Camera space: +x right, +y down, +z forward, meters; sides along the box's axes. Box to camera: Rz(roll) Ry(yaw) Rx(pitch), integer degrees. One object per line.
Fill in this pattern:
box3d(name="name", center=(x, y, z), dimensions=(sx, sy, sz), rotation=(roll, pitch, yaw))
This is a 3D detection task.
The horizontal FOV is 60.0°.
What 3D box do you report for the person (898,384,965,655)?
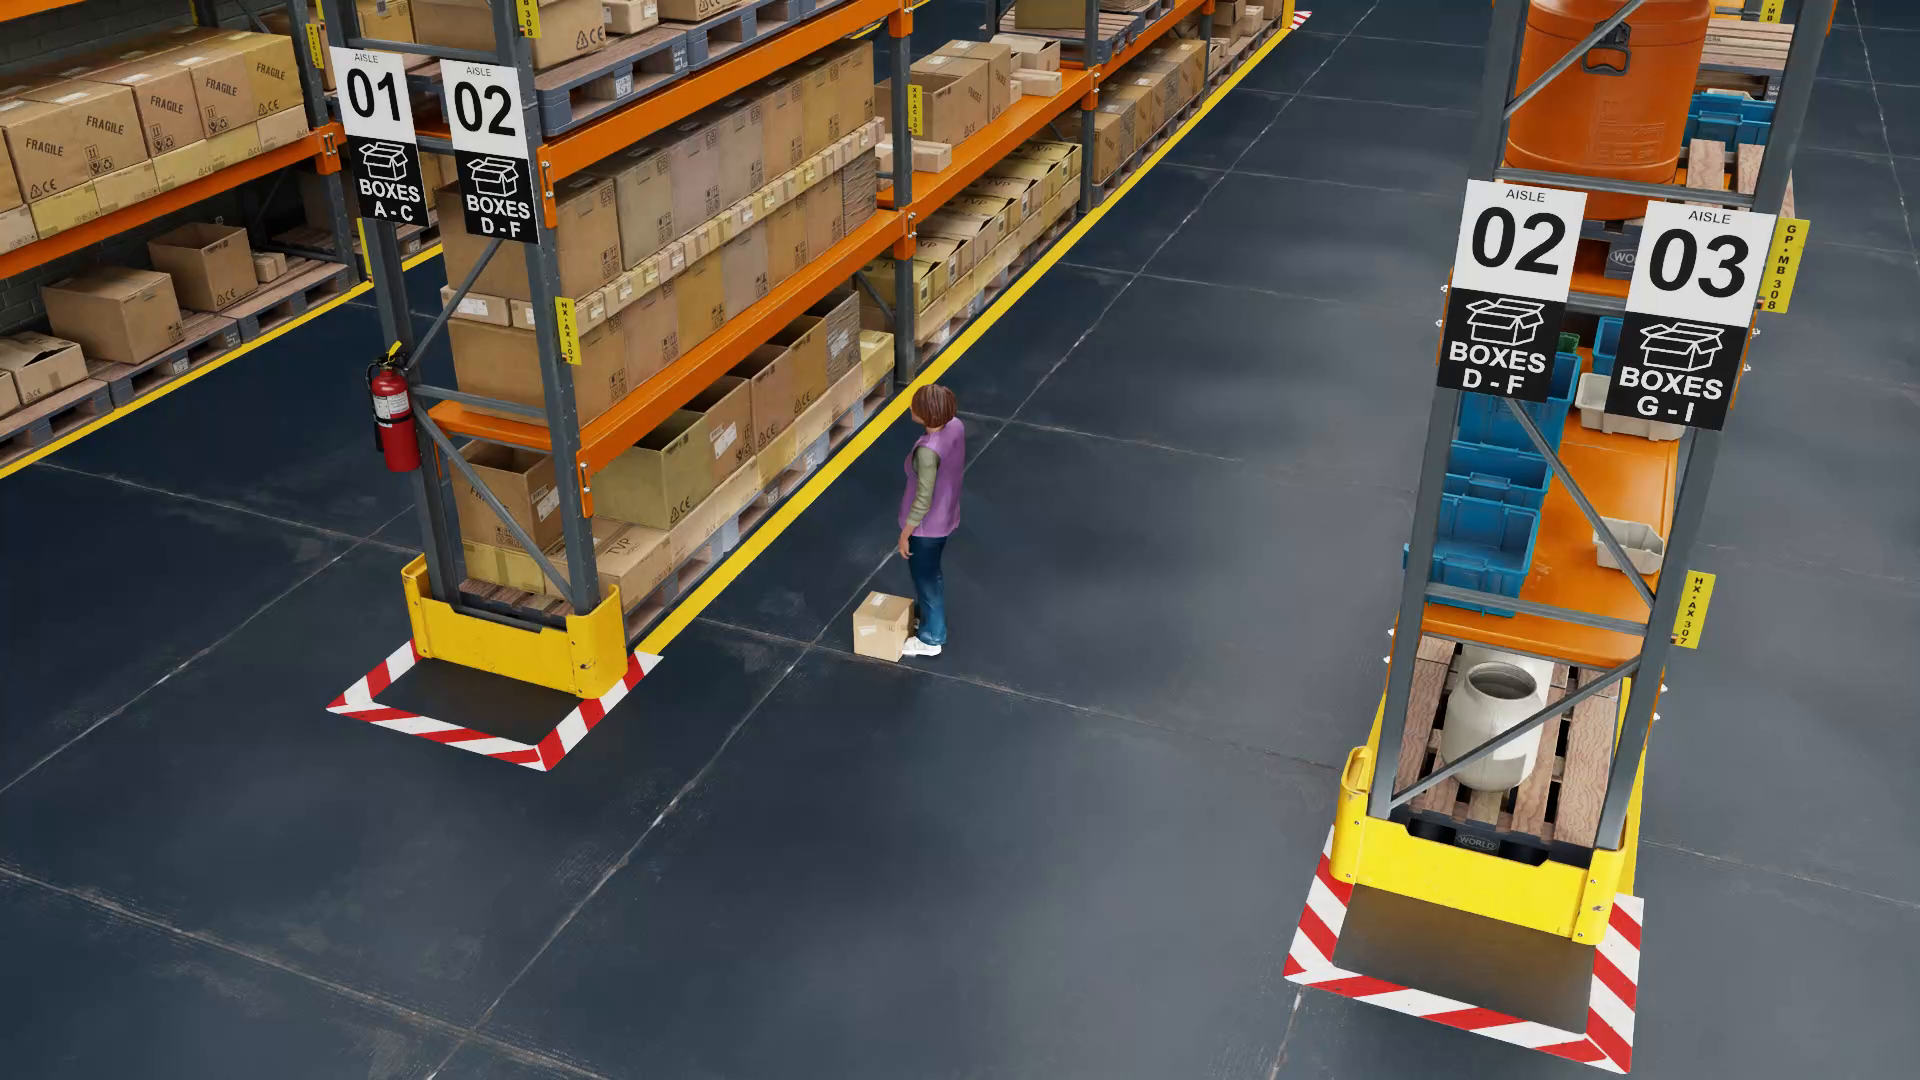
box3d(name="person", center=(-0.221, -0.107, 8.562), dimensions=(0.475, 1.596, 0.520), rotation=(12, 32, 19))
